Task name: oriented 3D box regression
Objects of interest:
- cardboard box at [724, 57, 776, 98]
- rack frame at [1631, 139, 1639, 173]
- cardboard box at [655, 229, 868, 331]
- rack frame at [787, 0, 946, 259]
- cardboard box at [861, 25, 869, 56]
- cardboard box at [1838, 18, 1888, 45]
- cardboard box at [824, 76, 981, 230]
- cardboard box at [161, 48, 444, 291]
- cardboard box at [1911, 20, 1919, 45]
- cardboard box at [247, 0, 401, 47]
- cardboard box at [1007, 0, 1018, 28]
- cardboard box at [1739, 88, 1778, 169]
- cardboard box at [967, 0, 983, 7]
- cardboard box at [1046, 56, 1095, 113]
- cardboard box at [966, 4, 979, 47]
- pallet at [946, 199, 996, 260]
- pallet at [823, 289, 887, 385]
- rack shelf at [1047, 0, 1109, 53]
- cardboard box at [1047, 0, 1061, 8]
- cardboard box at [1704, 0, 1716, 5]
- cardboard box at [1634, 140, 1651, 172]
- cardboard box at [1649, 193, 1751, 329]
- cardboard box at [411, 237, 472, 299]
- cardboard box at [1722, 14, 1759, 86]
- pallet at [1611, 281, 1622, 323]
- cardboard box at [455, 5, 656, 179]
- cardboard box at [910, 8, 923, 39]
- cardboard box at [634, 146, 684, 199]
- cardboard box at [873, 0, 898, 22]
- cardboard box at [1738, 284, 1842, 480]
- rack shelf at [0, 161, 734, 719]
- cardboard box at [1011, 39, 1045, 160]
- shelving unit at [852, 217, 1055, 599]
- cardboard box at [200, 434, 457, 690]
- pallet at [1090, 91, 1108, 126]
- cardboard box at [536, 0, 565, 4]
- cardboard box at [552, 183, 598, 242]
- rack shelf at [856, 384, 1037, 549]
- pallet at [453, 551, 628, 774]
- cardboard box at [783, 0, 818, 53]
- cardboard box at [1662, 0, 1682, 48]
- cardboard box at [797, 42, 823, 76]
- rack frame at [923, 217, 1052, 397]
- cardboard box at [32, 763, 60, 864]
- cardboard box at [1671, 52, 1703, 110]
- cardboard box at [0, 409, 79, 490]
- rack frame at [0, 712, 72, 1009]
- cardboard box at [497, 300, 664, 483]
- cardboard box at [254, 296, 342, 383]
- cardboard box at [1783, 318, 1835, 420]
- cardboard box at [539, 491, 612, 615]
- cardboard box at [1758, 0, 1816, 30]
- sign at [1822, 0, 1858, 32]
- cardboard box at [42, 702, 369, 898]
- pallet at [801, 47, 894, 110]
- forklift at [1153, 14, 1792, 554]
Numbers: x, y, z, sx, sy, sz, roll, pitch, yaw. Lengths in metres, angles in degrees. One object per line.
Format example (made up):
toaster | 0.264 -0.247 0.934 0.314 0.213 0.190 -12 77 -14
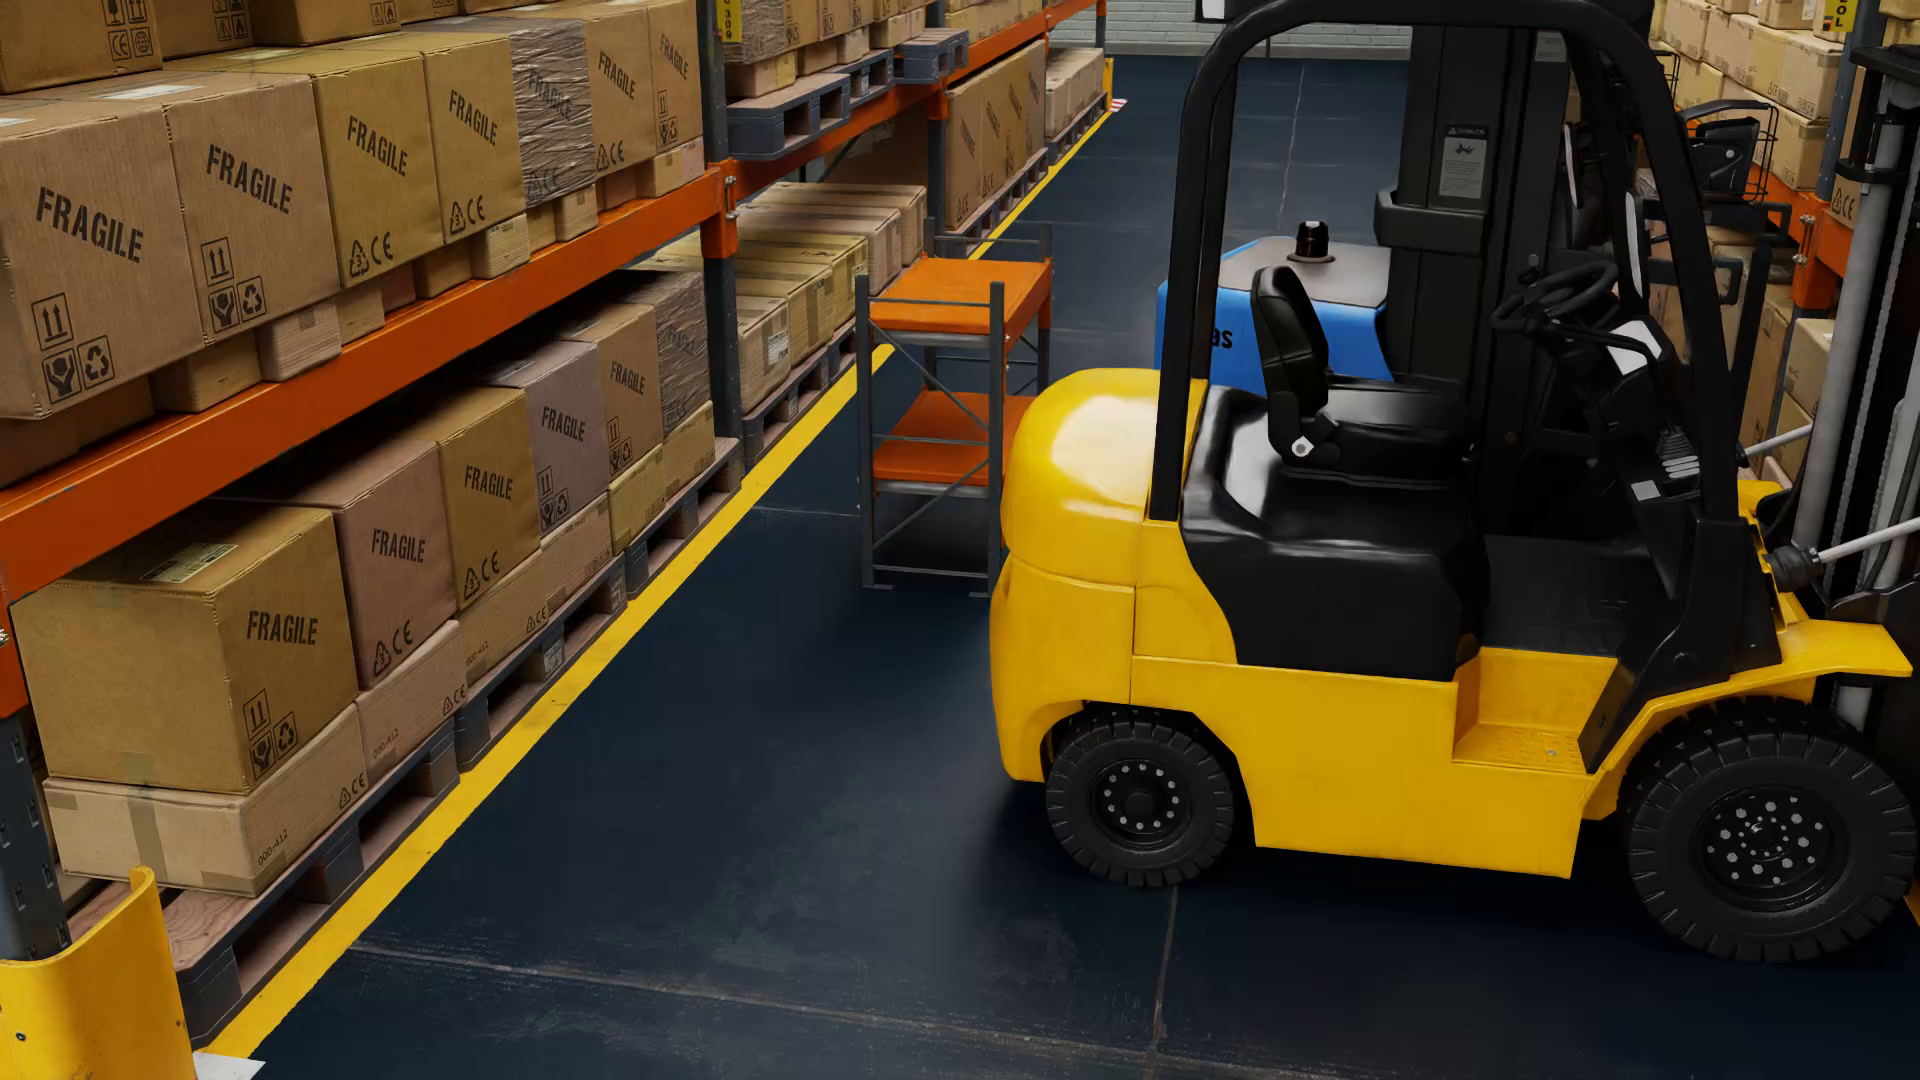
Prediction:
cardboard box | -0.987 -1.936 6.920 0.380 0.149 0.250 5 22 12
rack frame | 4.267 -2.766 9.206 1.000 3.000 0.127 4 22 11
cardboard box | -1.021 -1.365 8.684 0.950 0.372 0.625 5 23 13
rack frame | -0.593 -3.143 10.142 1.000 3.000 0.127 4 22 11
cardboard box | -0.668 -2.510 8.346 0.380 0.149 0.250 4 22 9
cardboard box | 3.303 -1.792 5.786 0.380 0.149 0.250 5 23 13
cardboard box | -0.370 -2.598 11.072 0.875 0.875 0.875 4 22 10
cardboard box | -1.652 -0.929 4.114 0.500 0.500 0.500 4 22 10
cardboard box | 3.077 -1.459 4.958 0.380 0.149 0.250 5 22 12
cardboard box | -1.983 -1.619 4.489 0.700 0.500 0.500 4 22 11
cardboard box | 0.152 -3.984 12.430 0.500 0.250 0.500 4 22 9
cardboard box | 3.395 -1.622 6.566 0.500 0.250 0.500 4 22 11
cardboard box | -0.141 -3.660 10.959 0.500 0.250 0.500 5 22 12
cardboard box | 0.824 -4.490 16.356 0.875 0.438 0.875 5 22 12
cardboard box | -0.159 -3.422 11.036 0.500 0.250 0.500 4 22 9
pallet | -0.358 -2.132 11.364 1.003 0.211 1.213 4 22 11
pallet | -1.005 -1.119 8.849 1.003 0.211 1.213 4 22 11
rack shelf | 0.632 -5.003 15.725 1.077 0.370 4.000 4 22 11
cardboard box | 0.576 -4.804 14.132 0.500 0.500 0.500 5 23 13
cardboard box | 3.661 -2.546 7.658 0.380 0.149 0.250 5 22 12
cardboard box | 4.120 -2.302 9.969 0.380 0.149 0.250 3 22 8
cardboard box | 4.001 -1.392 8.412 0.875 0.625 0.625 5 23 13
cardboard box | -1.587 -0.775 4.599 0.380 0.149 0.250 4 22 9
cardboard box | 3.509 -2.039 6.934 0.500 0.250 0.500 5 22 12
pallet | 4.061 -1.174 8.986 1.003 0.211 1.213 4 22 11
cardboard box | -1.354 -1.494 5.516 0.500 0.500 0.500 5 23 13
cardboard box | -0.421 -2.884 9.274 0.380 0.149 0.250 4 22 10
cardboard box | -1.220 -1.331 5.979 0.380 0.149 0.250 5 22 12
cardboard box | -0.610 -2.960 8.593 0.500 0.500 0.500 3 22 7
cardboard box | 3.547 -0.588 6.414 0.875 0.625 0.625 5 23 13
rack shelf | -1.817 -0.615 4.828 1.077 0.370 4.000 4 22 11
cardboard box | 0.175 -3.582 13.514 0.875 0.875 0.875 5 23 13
shelving unit | 0.001 -0.524 6.150 0.538 1.125 1.048 4 22 11
cardboard box | -1.683 0.042 4.350 0.500 0.500 0.500 4 22 9
pallet | 0.953 -4.477 17.186 1.003 0.211 1.213 4 22 11
cardboard box | -1.711 -2.184 5.890 0.700 0.500 0.500 4 22 10
cardboard box | -1.380 -1.051 5.283 0.380 0.149 0.250 4 22 10
rack shelf | 0.001 -0.297 6.241 0.538 0.278 1.000 4 22 11
pallet | -1.758 0.310 5.303 1.003 0.211 1.213 4 22 11
cardboard box | -0.931 -2.392 7.183 0.500 0.500 0.500 5 22 11
cardboard box | 3.834 -2.601 8.329 0.500 0.250 0.500 5 23 13
cardboard box | -0.851 -2.227 7.642 0.380 0.149 0.250 5 22 12
rack frame | 0.105 -0.710 6.611 0.500 1.125 0.032 4 22 11
cardboard box | -2.319 0.539 4.119 0.500 0.250 0.500 4 22 11
cardboard box | 3.732 -2.180 7.952 0.500 0.250 0.500 4 22 9
cardboard box | -1.953 -0.209 3.193 0.380 0.149 0.250 5 22 11
rack frame | -2.222 -0.217 2.876 0.949 2.616 0.053 4 22 11
cardboard box | -1.369 -0.524 5.754 0.500 0.500 0.500 5 22 12
cardboard box | -1.685 -0.482 3.872 0.380 0.149 0.250 5 22 12
cardboard box | 3.045 -0.533 5.442 0.500 0.250 0.500 4 22 10
cardboard box | -1.474 0.019 5.411 0.500 0.250 0.500 5 22 12
cardboard box | 3.364 -2.079 6.500 0.380 0.149 0.250 4 22 9
sign | 2.918 -1.841 5.466 0.100 0.325 0.005 4 22 11
cardboard box | -1.790 0.590 3.992 0.500 0.250 0.500 4 22 10
pallet | -0.957 -2.327 8.372 1.003 0.211 1.213 4 22 11
forklift | 2.180 -1.102 5.167 3.031 2.935 1.130 13 25 30
